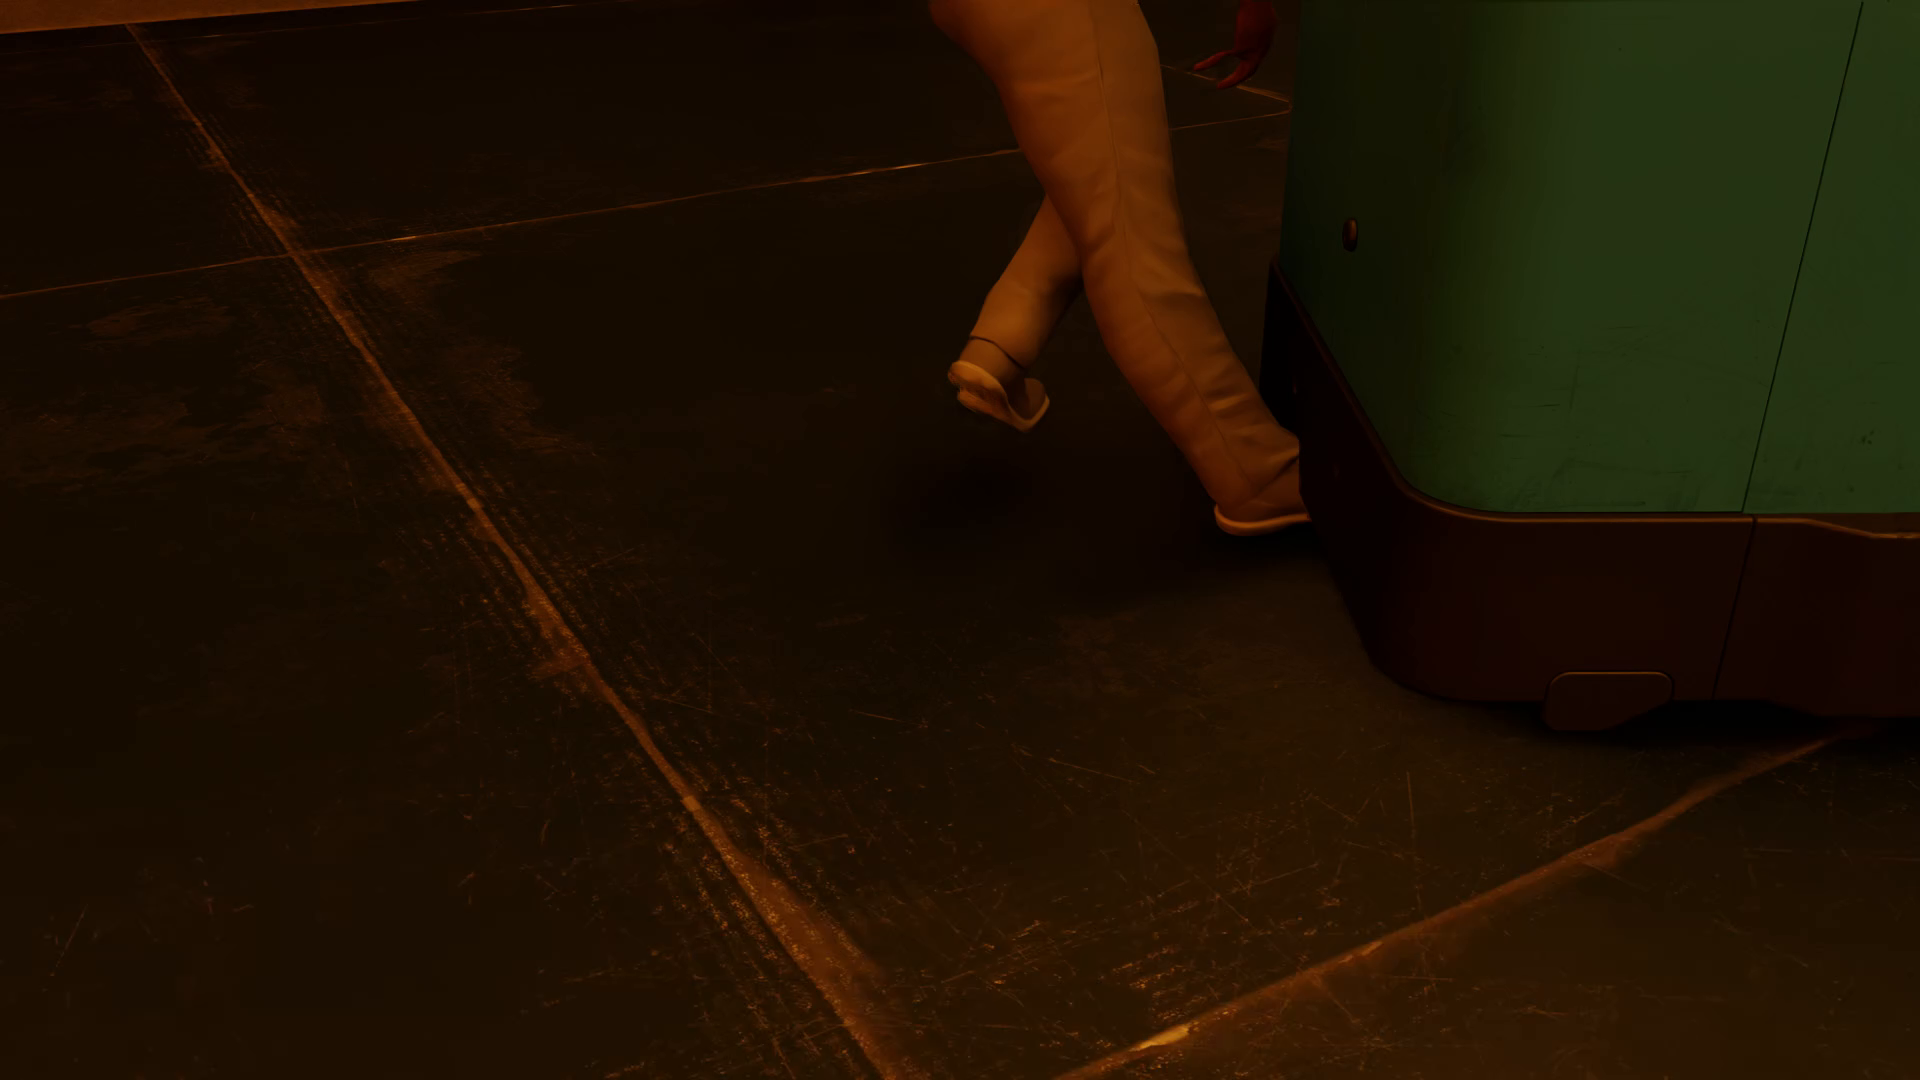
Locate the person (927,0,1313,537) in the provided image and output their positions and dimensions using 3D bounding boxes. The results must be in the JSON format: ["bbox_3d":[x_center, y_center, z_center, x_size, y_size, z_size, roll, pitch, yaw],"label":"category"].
[{"bbox_3d":[0.261,-0.827,2.363,0.682,1.584,0.657,-9,28,-17],"label":"person"}]

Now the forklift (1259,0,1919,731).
[{"bbox_3d":[2.021,-1.291,1.806,3.031,2.935,1.130,0,27,0],"label":"forklift"}]
